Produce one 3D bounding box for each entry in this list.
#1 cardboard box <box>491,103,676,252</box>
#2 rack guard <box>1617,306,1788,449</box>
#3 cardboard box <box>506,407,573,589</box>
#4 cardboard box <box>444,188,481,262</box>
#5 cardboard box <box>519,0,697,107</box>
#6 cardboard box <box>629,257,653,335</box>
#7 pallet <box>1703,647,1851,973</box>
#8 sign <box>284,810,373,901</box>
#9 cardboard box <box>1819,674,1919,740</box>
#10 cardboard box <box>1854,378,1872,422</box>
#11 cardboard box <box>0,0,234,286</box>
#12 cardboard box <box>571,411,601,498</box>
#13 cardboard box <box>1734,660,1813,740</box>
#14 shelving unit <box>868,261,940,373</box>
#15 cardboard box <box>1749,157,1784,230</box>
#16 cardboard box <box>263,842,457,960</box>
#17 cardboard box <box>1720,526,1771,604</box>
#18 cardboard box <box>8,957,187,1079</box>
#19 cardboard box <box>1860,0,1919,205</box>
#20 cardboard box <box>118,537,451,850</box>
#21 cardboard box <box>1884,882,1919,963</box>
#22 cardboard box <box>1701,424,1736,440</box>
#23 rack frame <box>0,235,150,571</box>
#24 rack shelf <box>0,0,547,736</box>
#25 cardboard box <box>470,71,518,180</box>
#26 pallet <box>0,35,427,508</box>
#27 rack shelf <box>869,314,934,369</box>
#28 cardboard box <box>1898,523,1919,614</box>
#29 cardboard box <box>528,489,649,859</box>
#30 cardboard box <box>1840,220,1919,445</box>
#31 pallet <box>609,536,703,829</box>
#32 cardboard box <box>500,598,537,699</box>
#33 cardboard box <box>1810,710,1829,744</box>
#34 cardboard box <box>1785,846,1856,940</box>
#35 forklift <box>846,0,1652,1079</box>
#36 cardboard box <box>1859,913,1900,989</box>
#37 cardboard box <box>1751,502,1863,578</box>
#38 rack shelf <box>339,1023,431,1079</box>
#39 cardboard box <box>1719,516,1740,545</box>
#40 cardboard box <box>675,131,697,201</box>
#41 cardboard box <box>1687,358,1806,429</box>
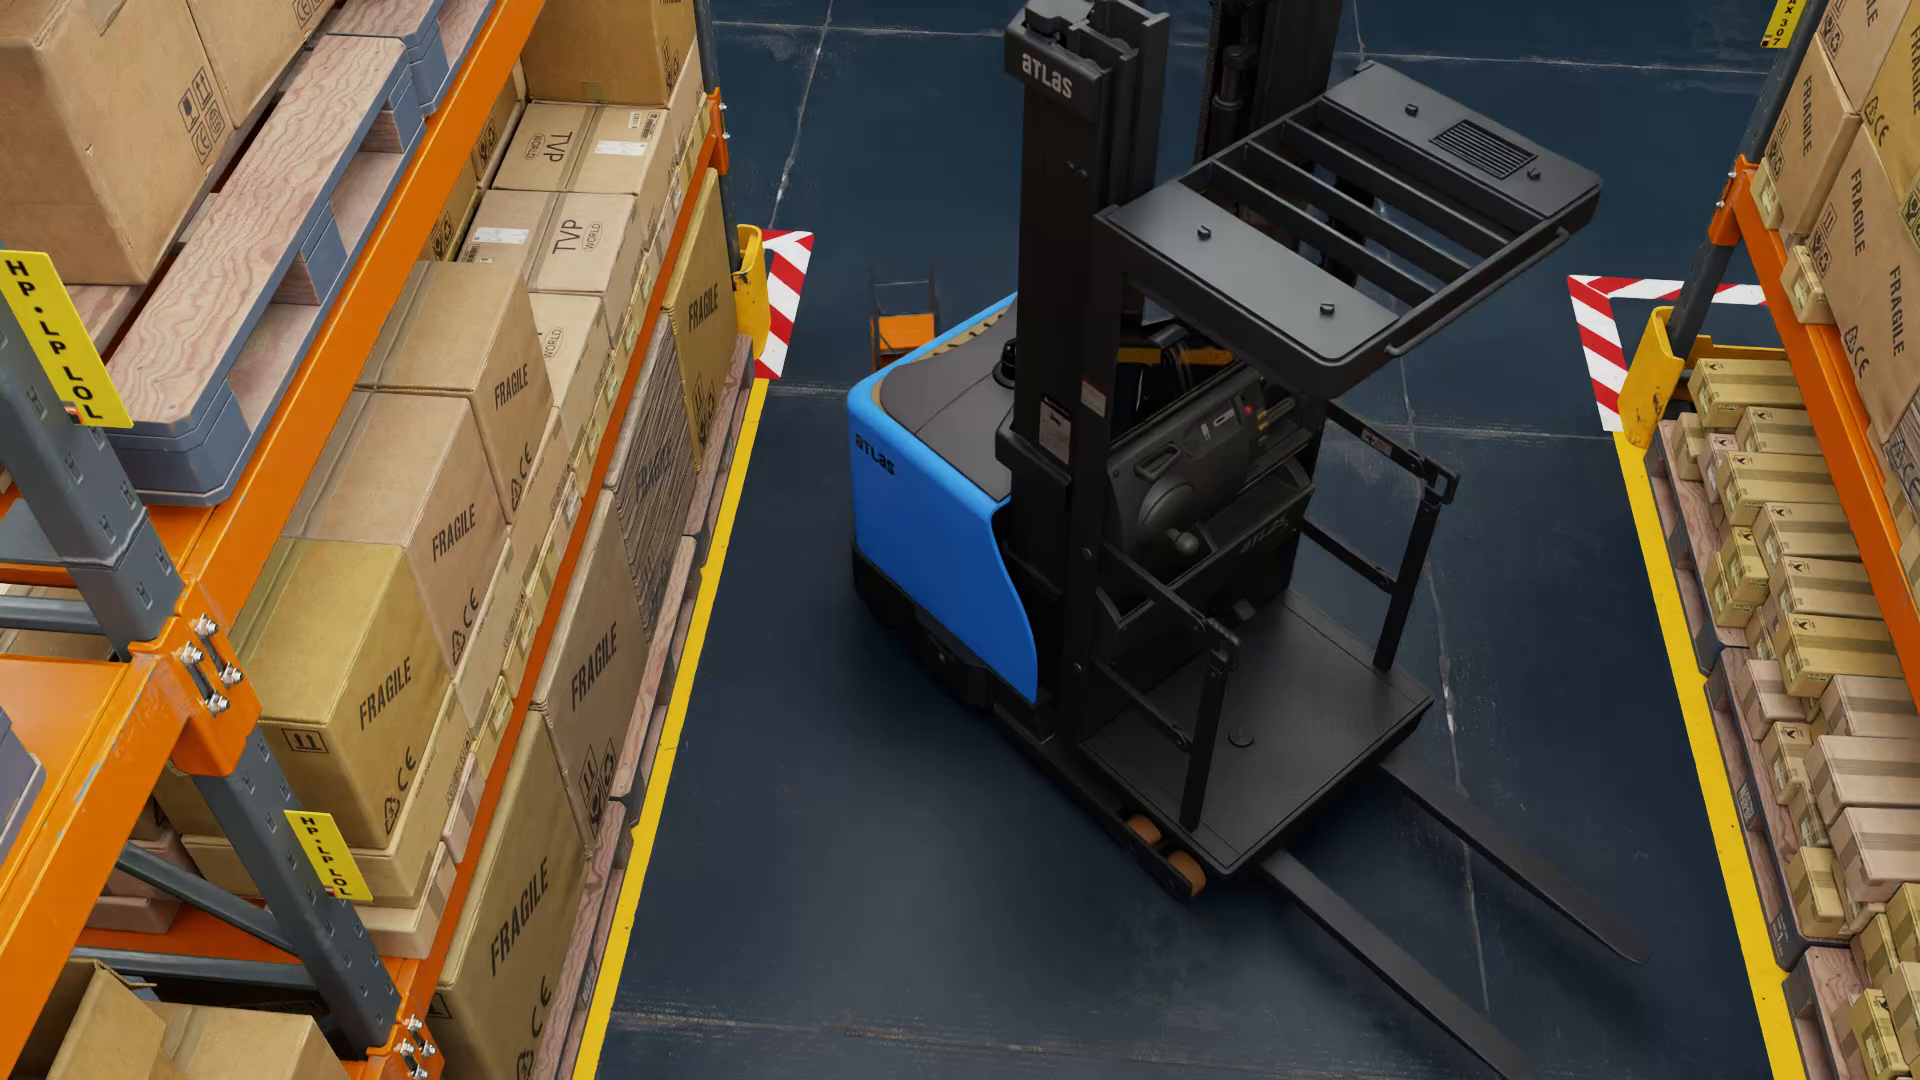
[{"bbox_3d":[-1.293,-1.261,5.771,0.500,0.250,0.500,3,48,3],"label":"cardboard box"},{"bbox_3d":[3.457,-0.651,7.006,1.175,0.500,0.348,4,48,4],"label":"rack guard"},{"bbox_3d":[-1.435,-0.142,4.747,0.500,0.250,0.500,5,48,4],"label":"cardboard box"},{"bbox_3d":[-1.869,-0.922,5.460,0.500,0.250,0.500,2,48,2],"label":"cardboard box"},{"bbox_3d":[-1.249,-1.885,5.833,0.500,0.500,0.500,4,48,4],"label":"cardboard box"},{"bbox_3d":[-1.262,-0.839,5.654,0.380,0.149,0.250,3,48,3],"label":"cardboard box"},{"bbox_3d":[3.234,0.936,5.751,1.003,0.211,1.213,4,48,4],"label":"pallet"},{"bbox_3d":[-1.289,0.647,3.395,0.100,0.325,0.005,4,48,4],"label":"sign"},{"bbox_3d":[3.050,0.591,5.421,0.380,0.149,0.250,4,48,4],"label":"cardboard box"},{"bbox_3d":[3.112,-0.468,5.315,0.380,0.149,0.250,3,48,3],"label":"cardboard box"},{"bbox_3d":[-1.819,-0.819,3.014,0.700,0.500,0.500,1,48,1],"label":"cardboard box"},{"bbox_3d":[-1.332,-0.274,5.138,0.380,0.149,0.250,3,48,2],"label":"cardboard box"},{"bbox_3d":[2.969,0.566,5.847,0.380,0.149,0.250,2,48,2],"label":"cardboard box"},{"bbox_3d":[-0.202,-0.529,6.420,0.258,1.200,0.189,-5,48,-4],"label":"shelving unit"},{"bbox_3d":[3.108,-1.249,6.030,0.380,0.149,0.250,4,48,3],"label":"cardboard box"},{"bbox_3d":[-1.472,0.871,4.091,0.380,0.149,0.250,4,48,4],"label":"cardboard box"},{"bbox_3d":[3.014,0.102,6.070,0.380,0.149,0.250,5,48,5],"label":"cardboard box"},{"bbox_3d":[-1.881,1.079,2.983,0.797,0.503,0.637,3,48,3],"label":"cardboard box"},{"bbox_3d":[3.119,-1.338,4.994,0.500,0.500,0.500,5,48,5],"label":"cardboard box"},{"bbox_3d":[-1.532,0.344,3.795,0.500,0.500,0.500,4,48,4],"label":"cardboard box"},{"bbox_3d":[2.973,1.171,4.891,0.380,0.149,0.250,5,48,5],"label":"cardboard box"},{"bbox_3d":[3.161,-0.462,6.586,0.380,0.149,0.250,6,48,5],"label":"cardboard box"},{"bbox_3d":[-1.831,-1.043,1.606,1.000,3.000,0.127,4,48,4],"label":"rack frame"},{"bbox_3d":[-1.648,-1.258,4.322,1.077,0.370,4.000,4,48,4],"label":"rack shelf"},{"bbox_3d":[-1.824,-1.559,5.535,0.500,0.500,0.500,3,48,3],"label":"cardboard box"},{"bbox_3d":[-1.746,-0.601,3.295,1.003,0.211,1.213,4,48,4],"label":"pallet"},{"bbox_3d":[-0.203,-0.742,6.188,0.258,0.103,0.180,-5,48,-4],"label":"rack shelf"},{"bbox_3d":[2.963,0.095,4.801,0.380,0.149,0.250,5,48,4],"label":"cardboard box"},{"bbox_3d":[-1.609,0.416,5.492,0.875,0.875,0.875,4,48,4],"label":"cardboard box"},{"bbox_3d":[3.067,-0.619,5.014,0.500,0.500,0.500,4,48,4],"label":"cardboard box"},{"bbox_3d":[-1.575,0.470,6.177,1.003,0.211,1.213,4,48,4],"label":"pallet"},{"bbox_3d":[-1.403,0.291,4.621,0.380,0.149,0.250,3,48,2],"label":"cardboard box"},{"bbox_3d":[3.066,0.704,5.519,0.380,0.149,0.250,6,48,5],"label":"cardboard box"},{"bbox_3d":[2.890,1.138,5.324,0.380,0.149,0.250,4,48,3],"label":"cardboard box"},{"bbox_3d":[0.938,-0.205,4.951,1.130,2.935,3.031,-33,56,-27],"label":"forklift"},{"bbox_3d":[2.951,1.281,4.991,0.380,0.149,0.250,4,48,4],"label":"cardboard box"},{"bbox_3d":[3.082,0.007,5.955,0.380,0.149,0.250,2,48,2],"label":"cardboard box"},{"bbox_3d":[-2.013,2.694,2.741,1.077,0.370,4.000,4,48,4],"label":"rack shelf"},{"bbox_3d":[3.139,0.015,6.351,0.380,0.149,0.250,4,48,4],"label":"cardboard box"},{"bbox_3d":[-1.193,-1.398,6.166,0.380,0.149,0.250,4,48,4],"label":"cardboard box"},{"bbox_3d":[3.078,-0.568,6.481,0.380,0.149,0.250,2,48,2],"label":"cardboard box"}]
